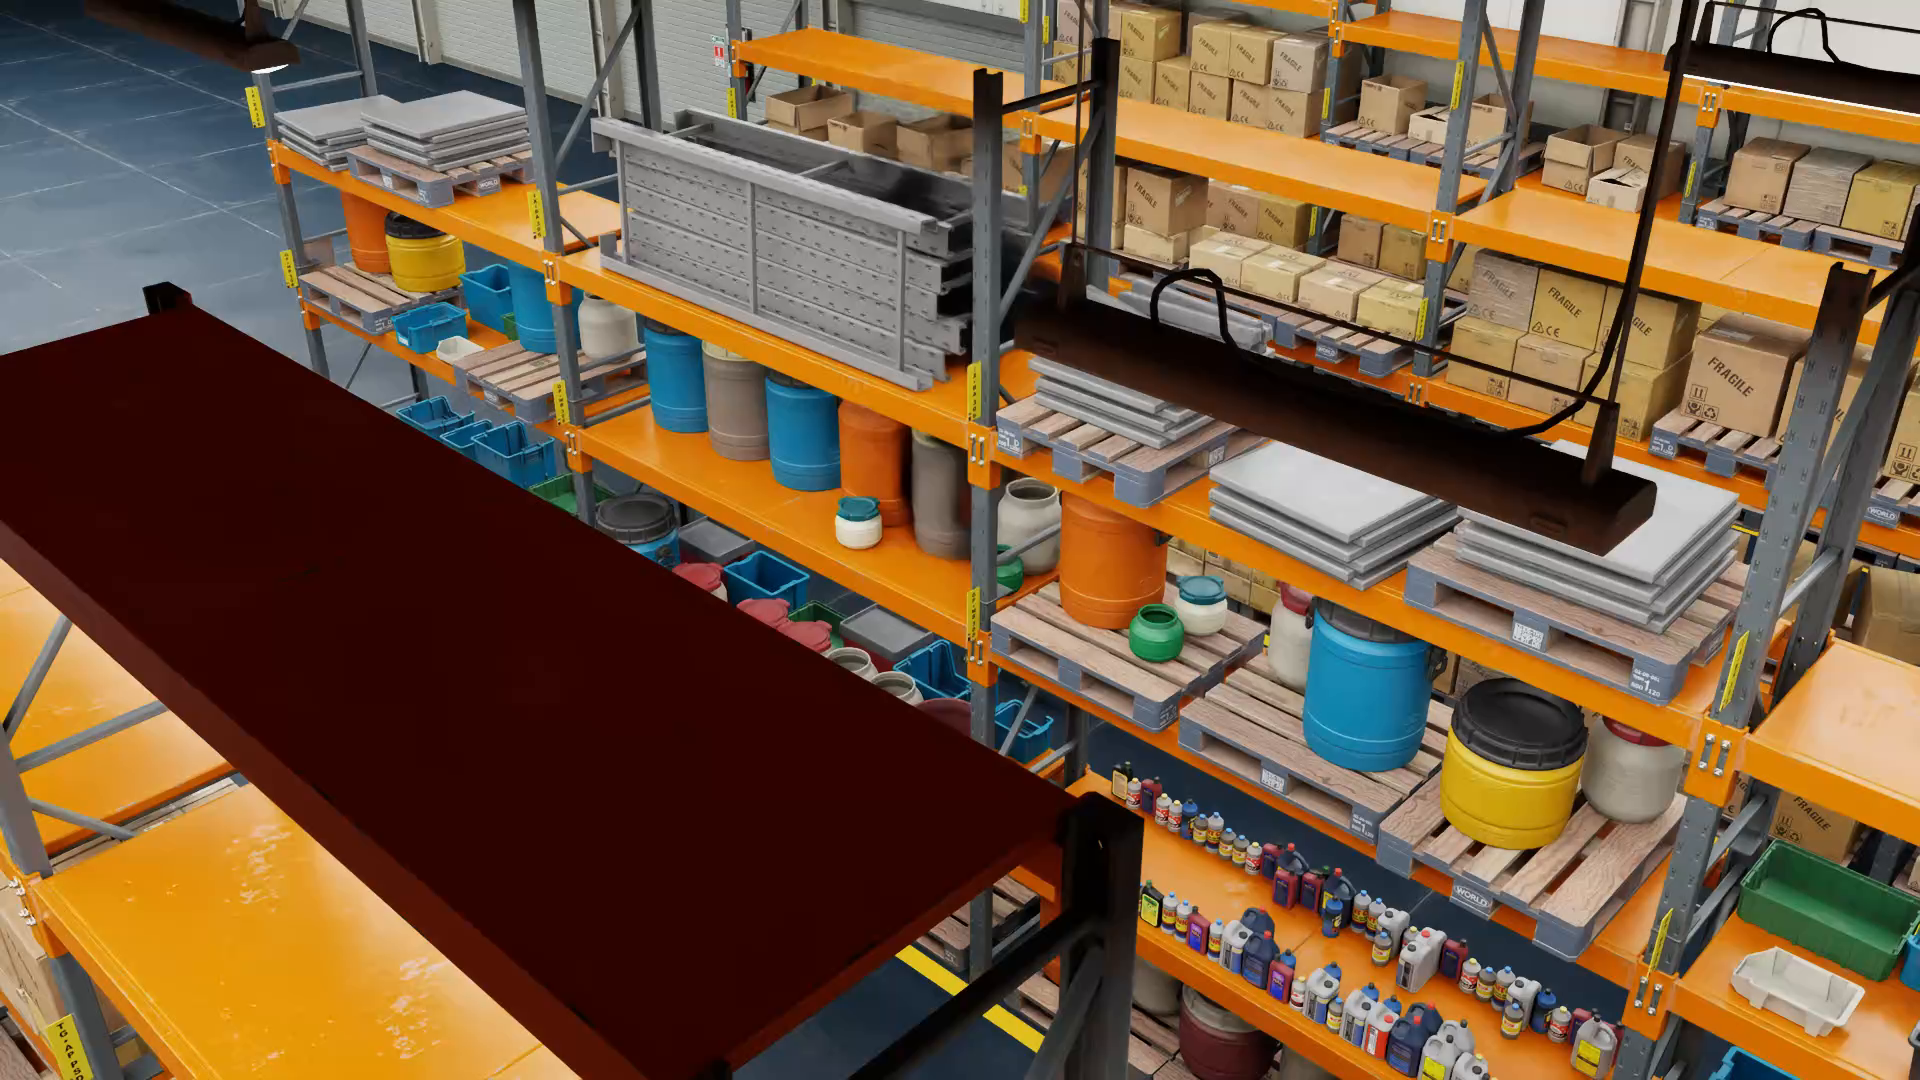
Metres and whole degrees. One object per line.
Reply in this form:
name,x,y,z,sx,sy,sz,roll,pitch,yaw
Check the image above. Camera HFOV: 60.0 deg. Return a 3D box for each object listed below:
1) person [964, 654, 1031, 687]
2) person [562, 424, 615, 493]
person,0.384,0.446,13.728,0.875,1.663,0.624,21,36,32
person,-3.736,-0.965,16.360,0.636,1.616,0.614,20,35,32
